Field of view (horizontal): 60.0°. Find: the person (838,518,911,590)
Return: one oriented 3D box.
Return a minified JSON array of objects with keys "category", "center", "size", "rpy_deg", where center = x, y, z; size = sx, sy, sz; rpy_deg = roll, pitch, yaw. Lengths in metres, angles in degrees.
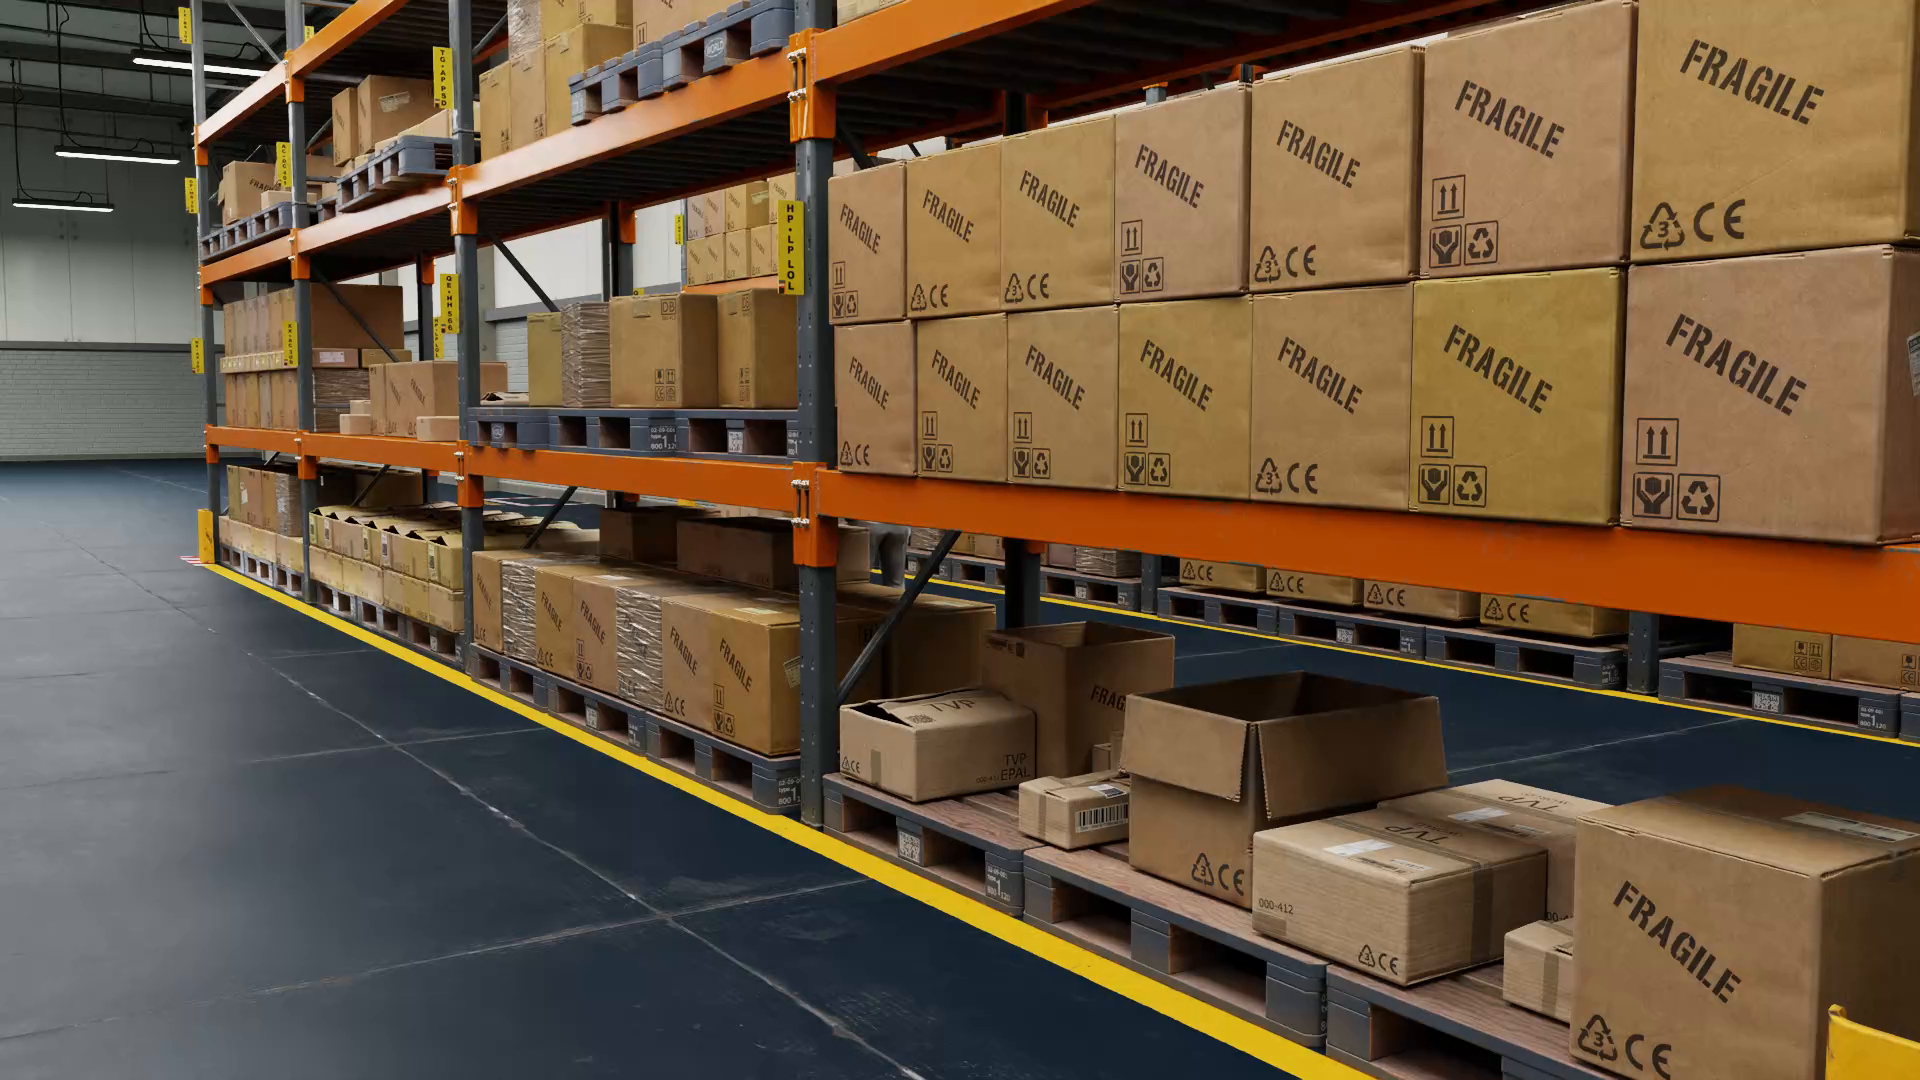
[{"category":"person","center":[-0.483,-0.075,9.453],"size":[0.528,1.664,0.372],"rpy_deg":[-3,6,-34]}]
